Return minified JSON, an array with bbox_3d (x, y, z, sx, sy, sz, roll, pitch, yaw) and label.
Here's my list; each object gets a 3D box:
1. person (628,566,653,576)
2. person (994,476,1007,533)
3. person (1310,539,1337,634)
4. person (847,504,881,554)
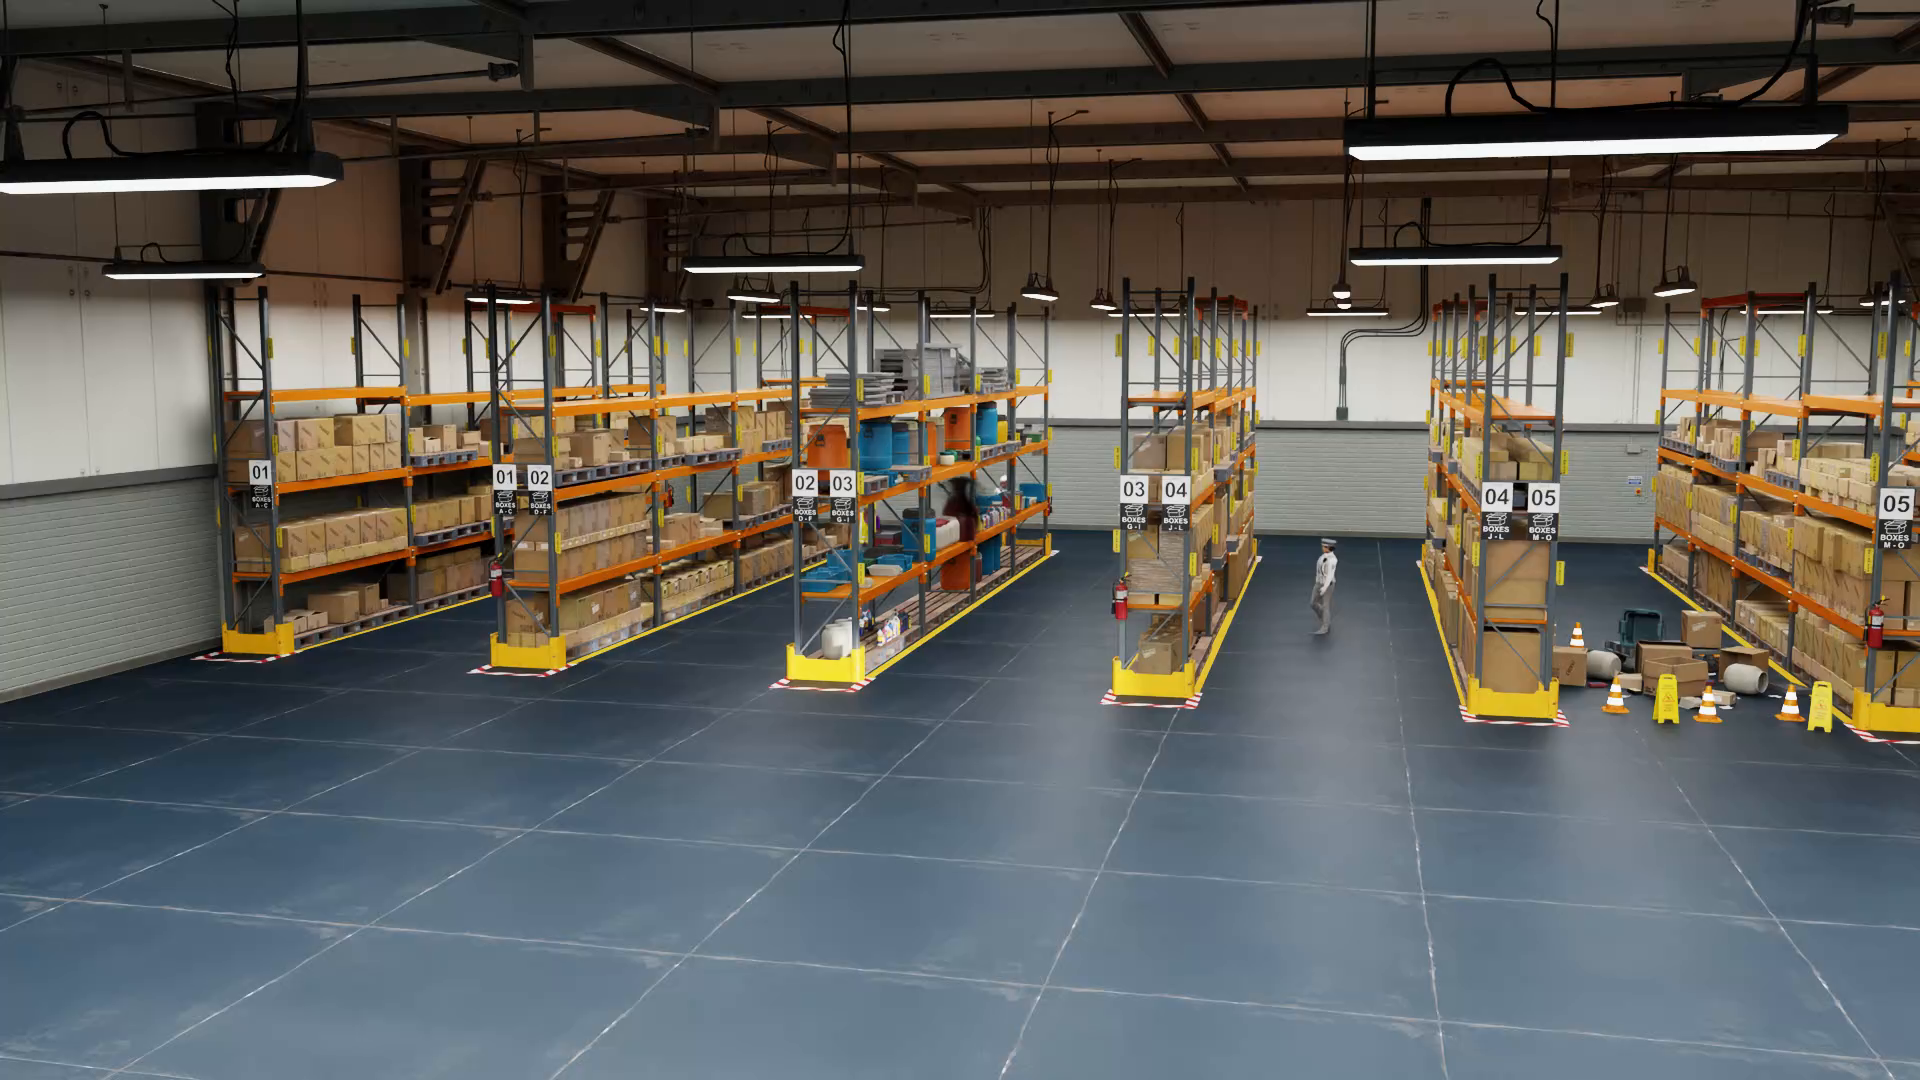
[{"bbox_3d":[-6.581,0.260,34.337,0.647,1.704,0.514,-6,9,-42],"label":"person"},{"bbox_3d":[1.117,-0.788,42.707,0.576,1.725,0.991,1,7,12],"label":"person"},{"bbox_3d":[6.416,0.821,29.332,0.448,1.687,0.551,-3,7,-21],"label":"person"},{"bbox_3d":[-1.889,0.092,32.945,0.725,1.773,0.935,2,7,15],"label":"person"}]
